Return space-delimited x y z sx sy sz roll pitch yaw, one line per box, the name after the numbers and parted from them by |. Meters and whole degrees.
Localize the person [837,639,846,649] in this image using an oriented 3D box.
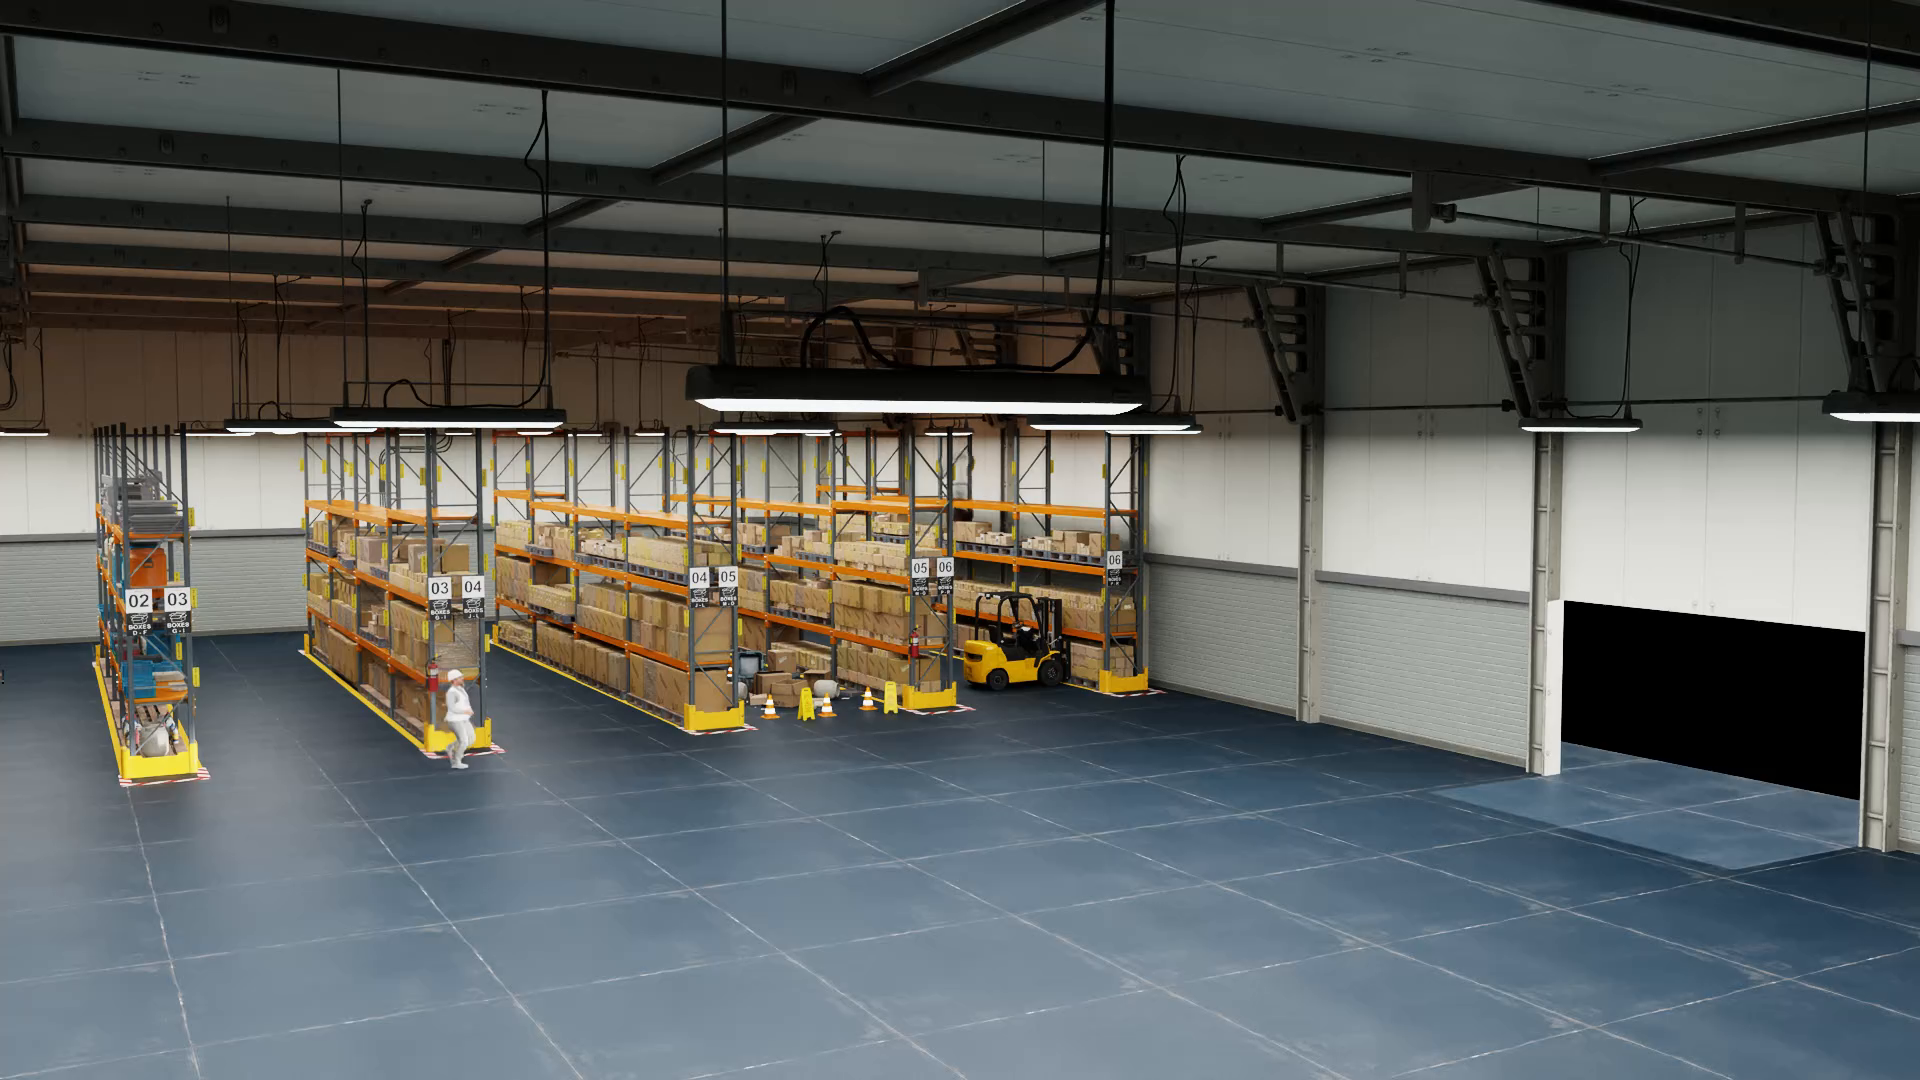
-3.110 2.219 43.139 0.693 1.793 0.891 -2 4 -26 | person

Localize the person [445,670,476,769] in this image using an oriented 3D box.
-8.697 3.109 28.871 0.599 1.726 0.679 0 3 4 | person

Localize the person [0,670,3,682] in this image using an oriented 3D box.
-18.761 2.977 32.040 0.855 1.716 0.533 3 5 41 | person

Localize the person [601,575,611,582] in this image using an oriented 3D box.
-10.526 1.824 49.542 0.862 1.750 0.680 -1 4 -23 | person
